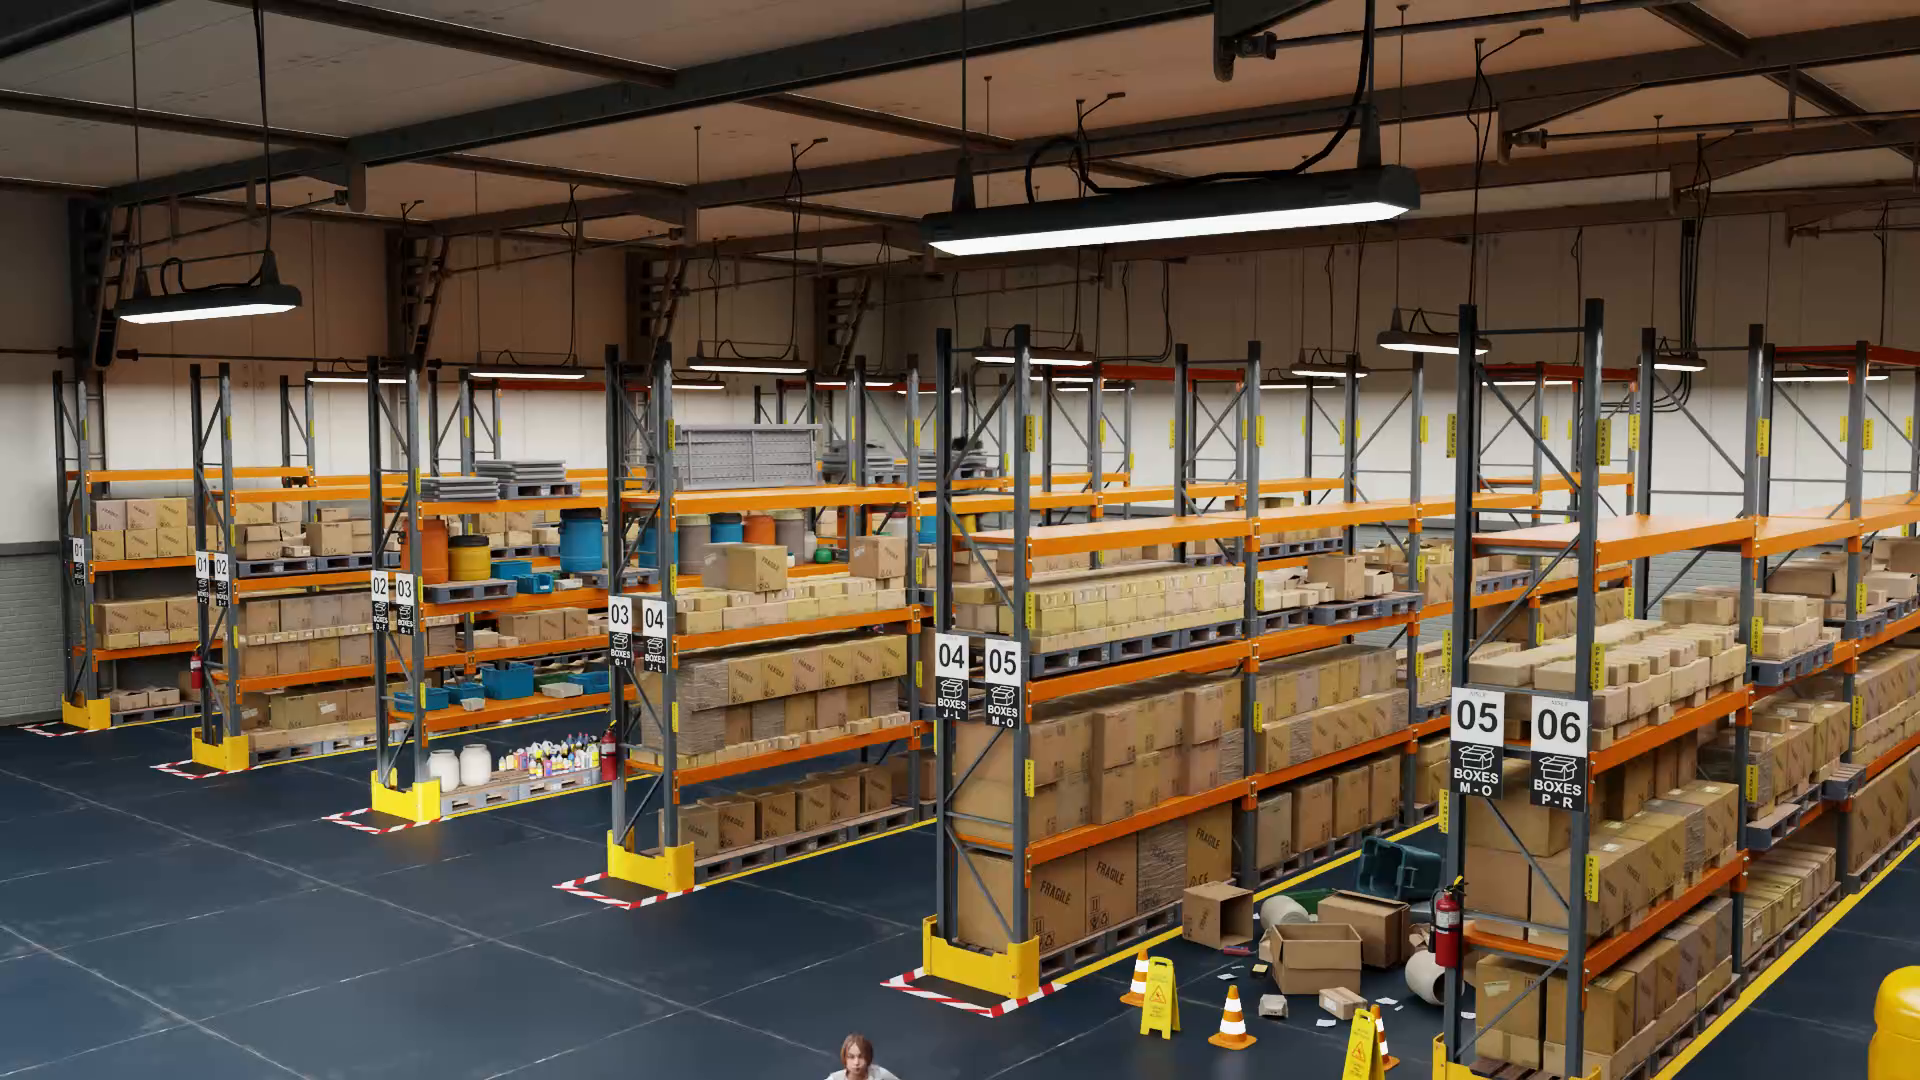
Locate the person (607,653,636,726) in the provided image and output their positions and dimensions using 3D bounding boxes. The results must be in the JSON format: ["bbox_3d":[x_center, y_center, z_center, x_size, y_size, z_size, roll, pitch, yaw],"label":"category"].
[{"bbox_3d":[-5.625,2.372,27.426,0.548,1.623,0.558,2,5,29],"label":"person"}]

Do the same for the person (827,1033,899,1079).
[{"bbox_3d":[-0.596,3.676,9.780,0.569,1.641,0.826,0,4,-5],"label":"person"}]
